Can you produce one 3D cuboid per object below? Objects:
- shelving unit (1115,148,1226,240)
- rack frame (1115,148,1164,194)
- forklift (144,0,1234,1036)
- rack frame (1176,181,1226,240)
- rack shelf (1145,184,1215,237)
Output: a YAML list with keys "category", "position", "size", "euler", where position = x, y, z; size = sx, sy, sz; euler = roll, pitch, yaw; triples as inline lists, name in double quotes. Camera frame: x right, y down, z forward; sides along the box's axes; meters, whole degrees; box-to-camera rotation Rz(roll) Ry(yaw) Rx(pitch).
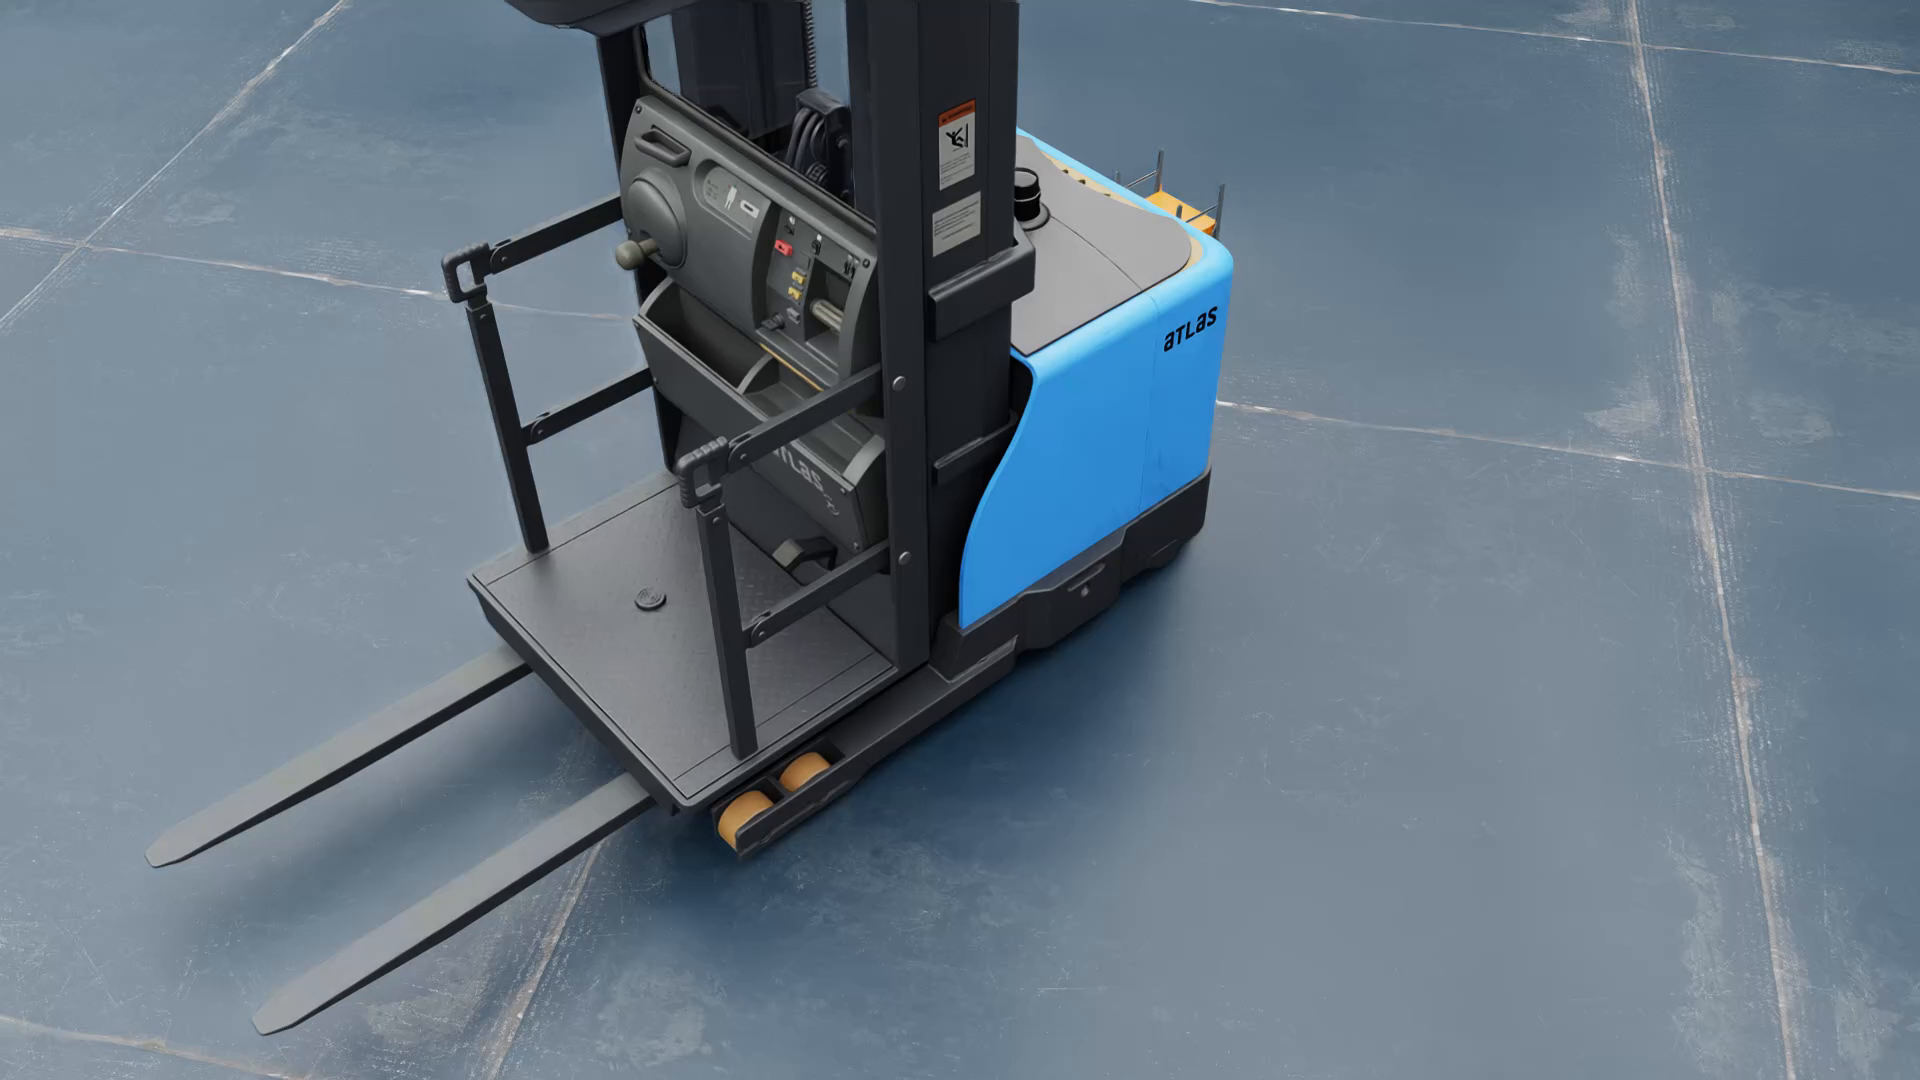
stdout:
- category: "shelving unit"
  position: [0.610, -0.677, 5.196]
  size: [0.215, 1.050, 0.252]
  euler: [-32, 52, -29]
- category: "rack frame"
  position: [0.529, -0.740, 5.261]
  size: [0.200, 1.050, 0.008]
  euler: [-32, 52, -29]
- category: "forklift"
  position: [-0.671, -0.643, 3.804]
  size: [3.031, 2.935, 1.130]
  euler: [-32, 52, -29]
- category: "rack frame"
  position: [0.691, -0.613, 5.130]
  size: [0.200, 1.050, 0.008]
  euler: [-32, 52, -29]
- category: "rack shelf"
  position: [0.611, -0.874, 5.006]
  size: [0.215, 0.259, 0.240]
  euler: [-32, 52, -29]
